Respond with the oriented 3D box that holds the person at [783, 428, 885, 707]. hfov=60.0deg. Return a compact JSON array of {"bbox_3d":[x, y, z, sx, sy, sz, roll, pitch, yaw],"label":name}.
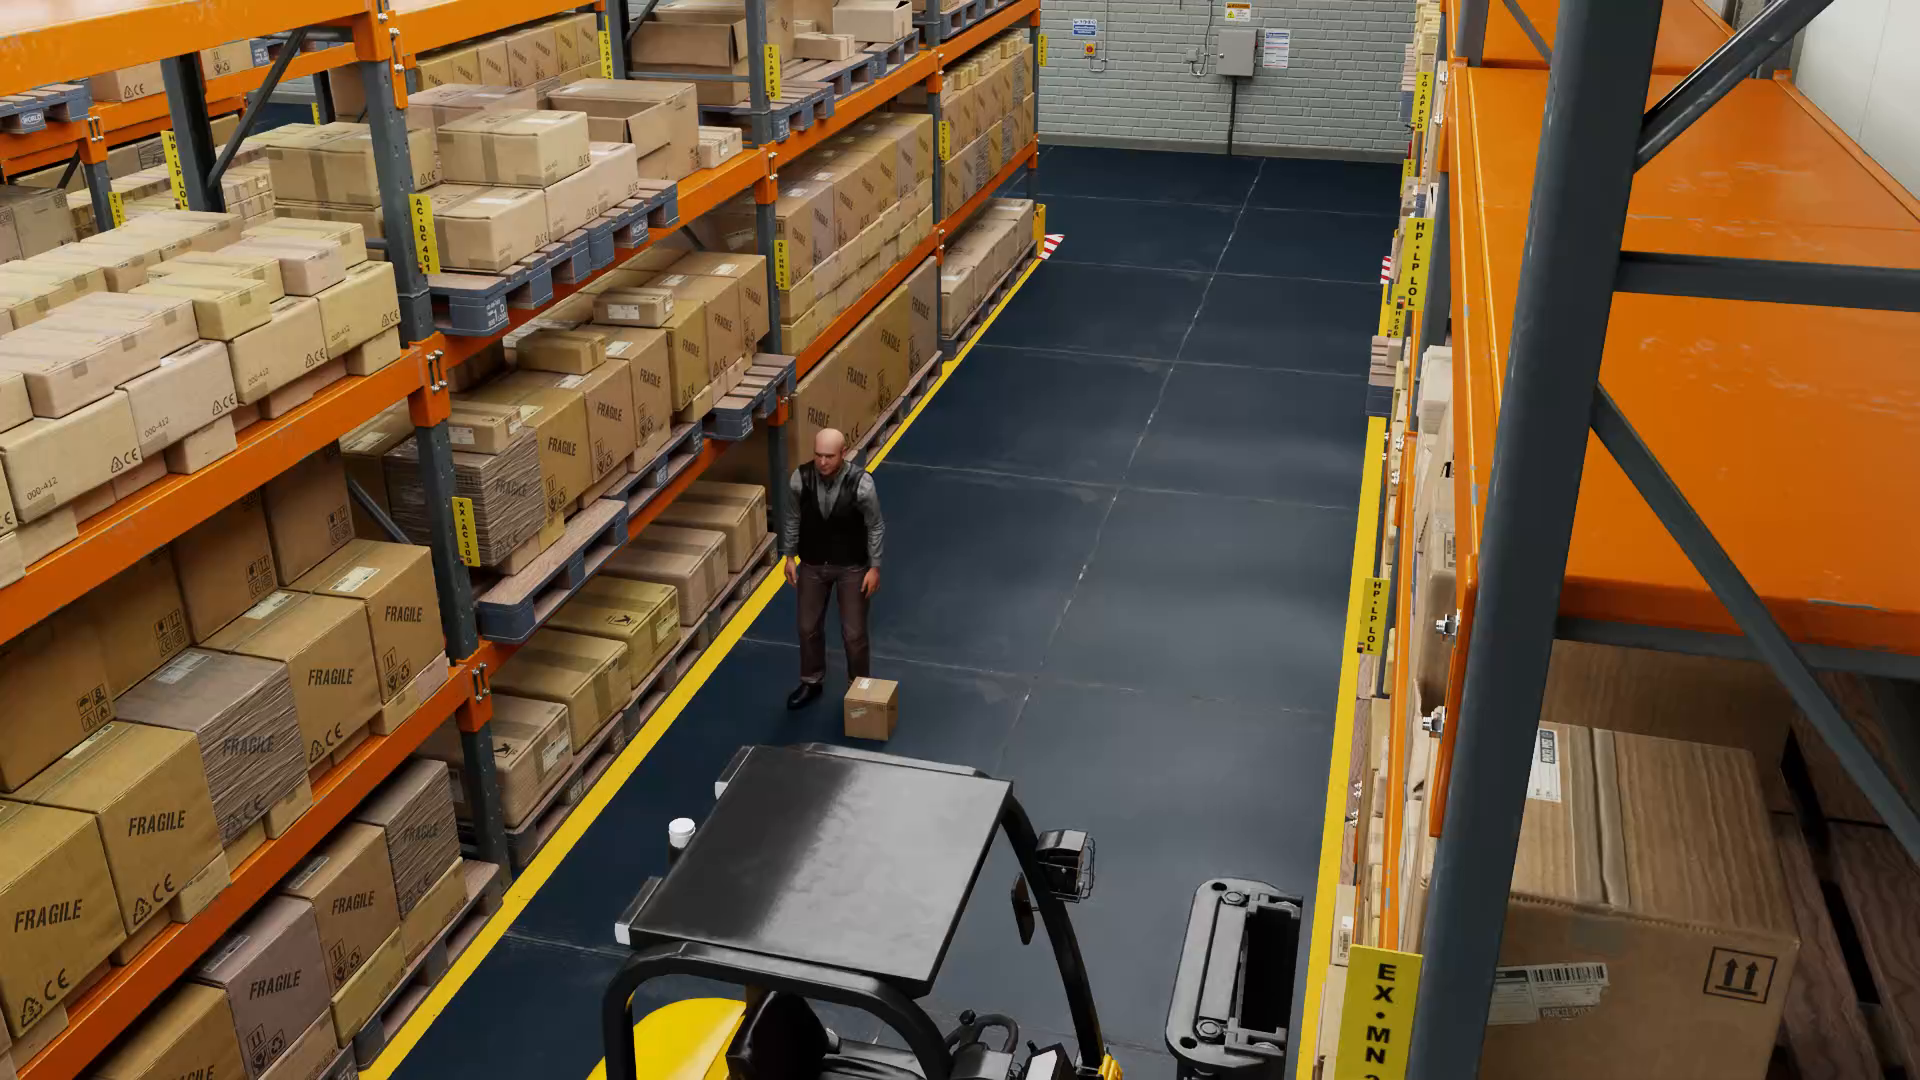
[{"bbox_3d":[-0.707,0.149,9.422,0.580,1.721,0.417,6,26,13],"label":"person"}]
